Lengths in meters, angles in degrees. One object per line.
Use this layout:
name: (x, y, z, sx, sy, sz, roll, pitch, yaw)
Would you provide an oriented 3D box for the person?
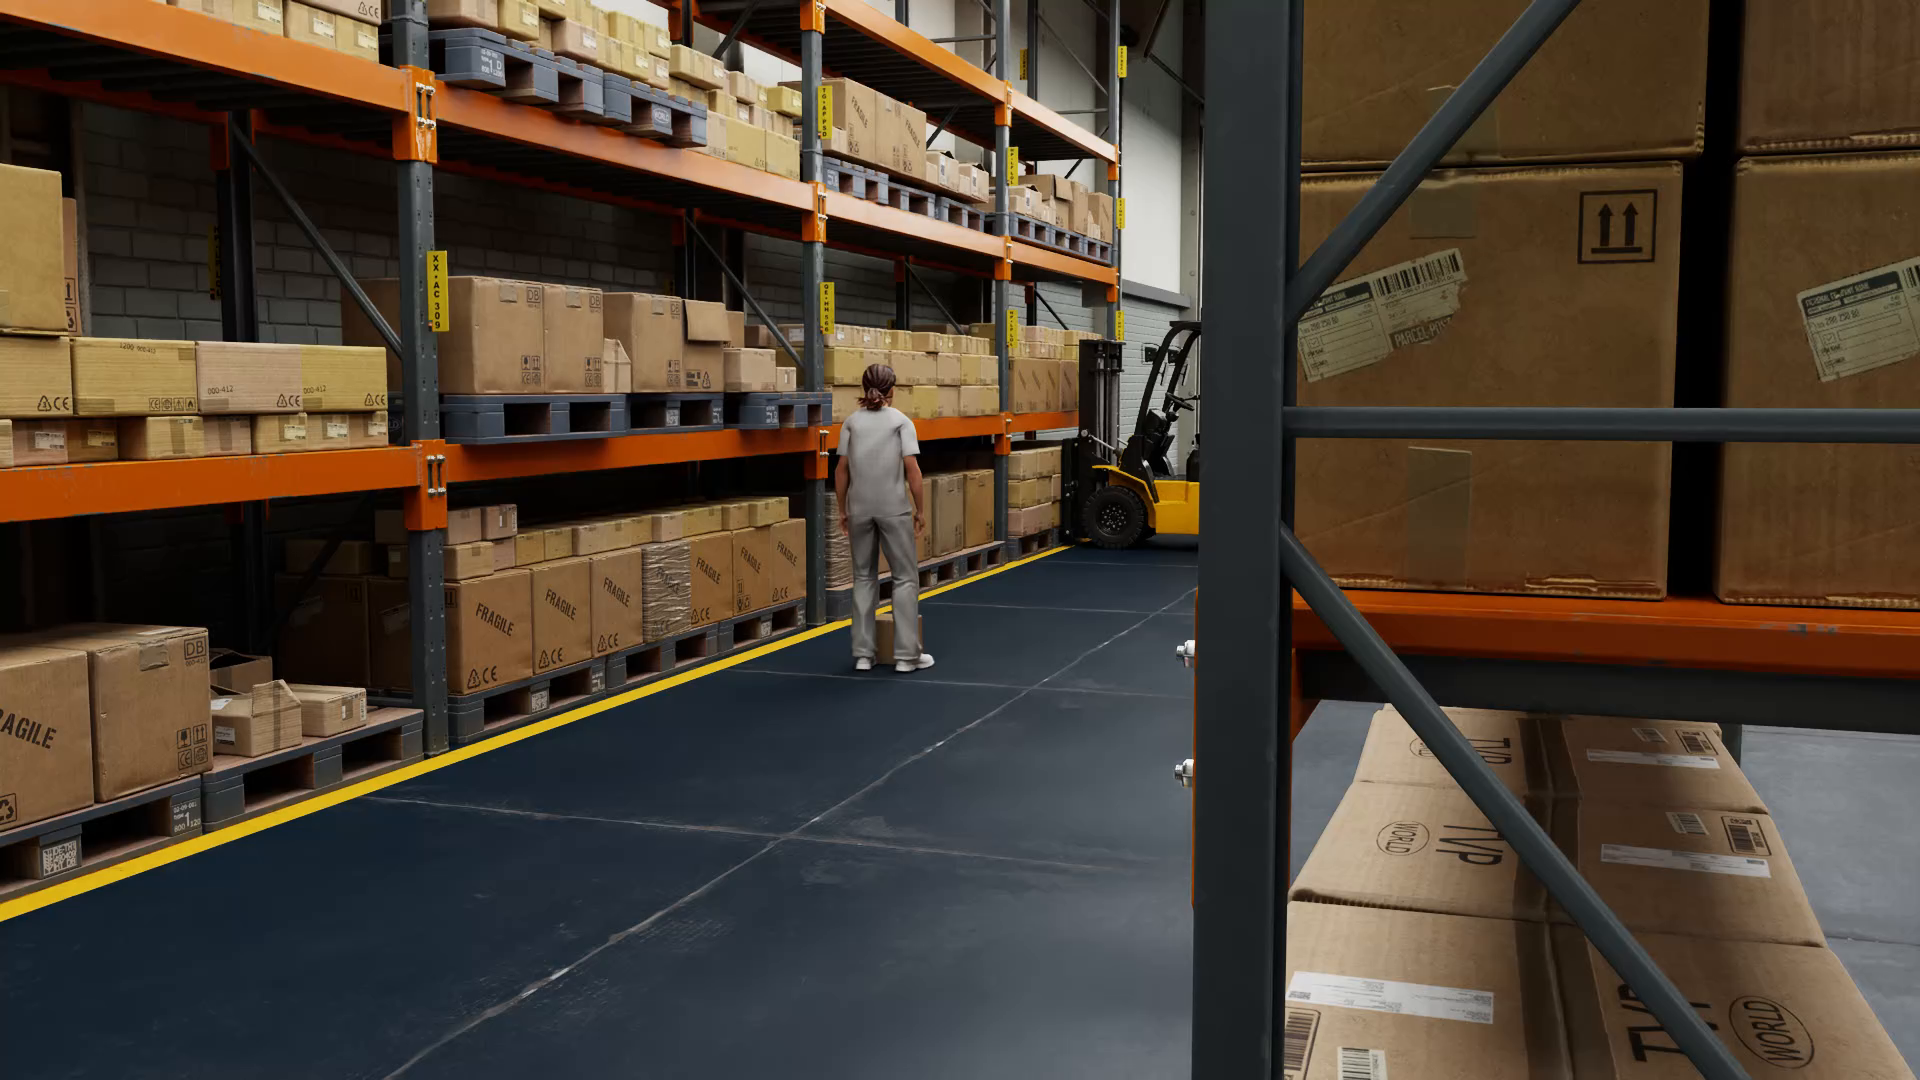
person: (-0.425, -0.126, 9.073, 0.514, 1.672, 0.357, 1, 5, 15)
